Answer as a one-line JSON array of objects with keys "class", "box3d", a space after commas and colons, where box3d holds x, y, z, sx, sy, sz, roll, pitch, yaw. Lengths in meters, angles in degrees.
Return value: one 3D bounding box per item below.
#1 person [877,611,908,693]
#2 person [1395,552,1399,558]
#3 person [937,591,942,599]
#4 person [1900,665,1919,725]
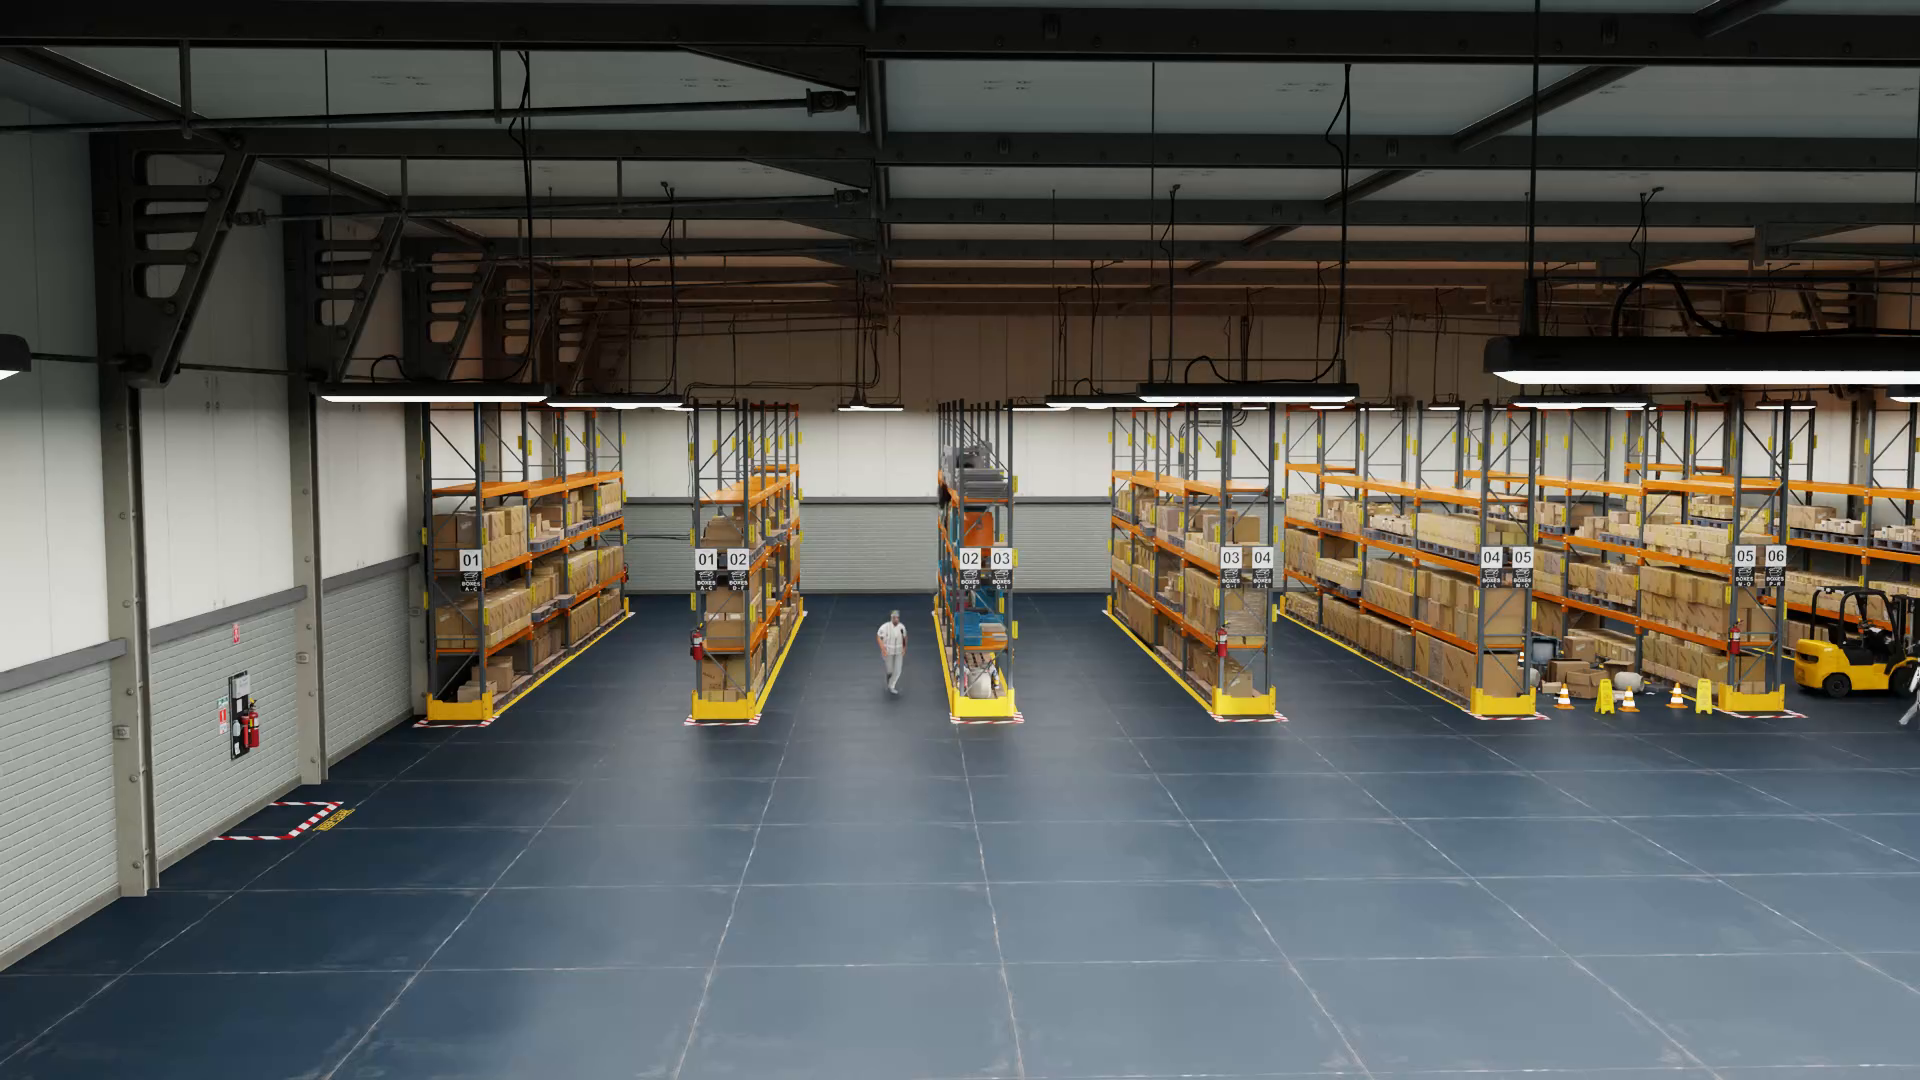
[{"class": "person", "box3d": [-1.399, 2.279, 34.188, 0.652, 1.717, 0.571, -1, 5, -17]}, {"class": "person", "box3d": [13.029, 1.135, 49.329, 0.911, 1.673, 0.603, -1, 4, -11]}, {"class": "person", "box3d": [-0.213, 1.117, 49.941, 1.067, 1.746, 0.760, 1, 4, 14]}, {"class": "person", "box3d": [17.462, 2.629, 30.040, 0.676, 1.617, 0.704, 0, 4, -4]}]
